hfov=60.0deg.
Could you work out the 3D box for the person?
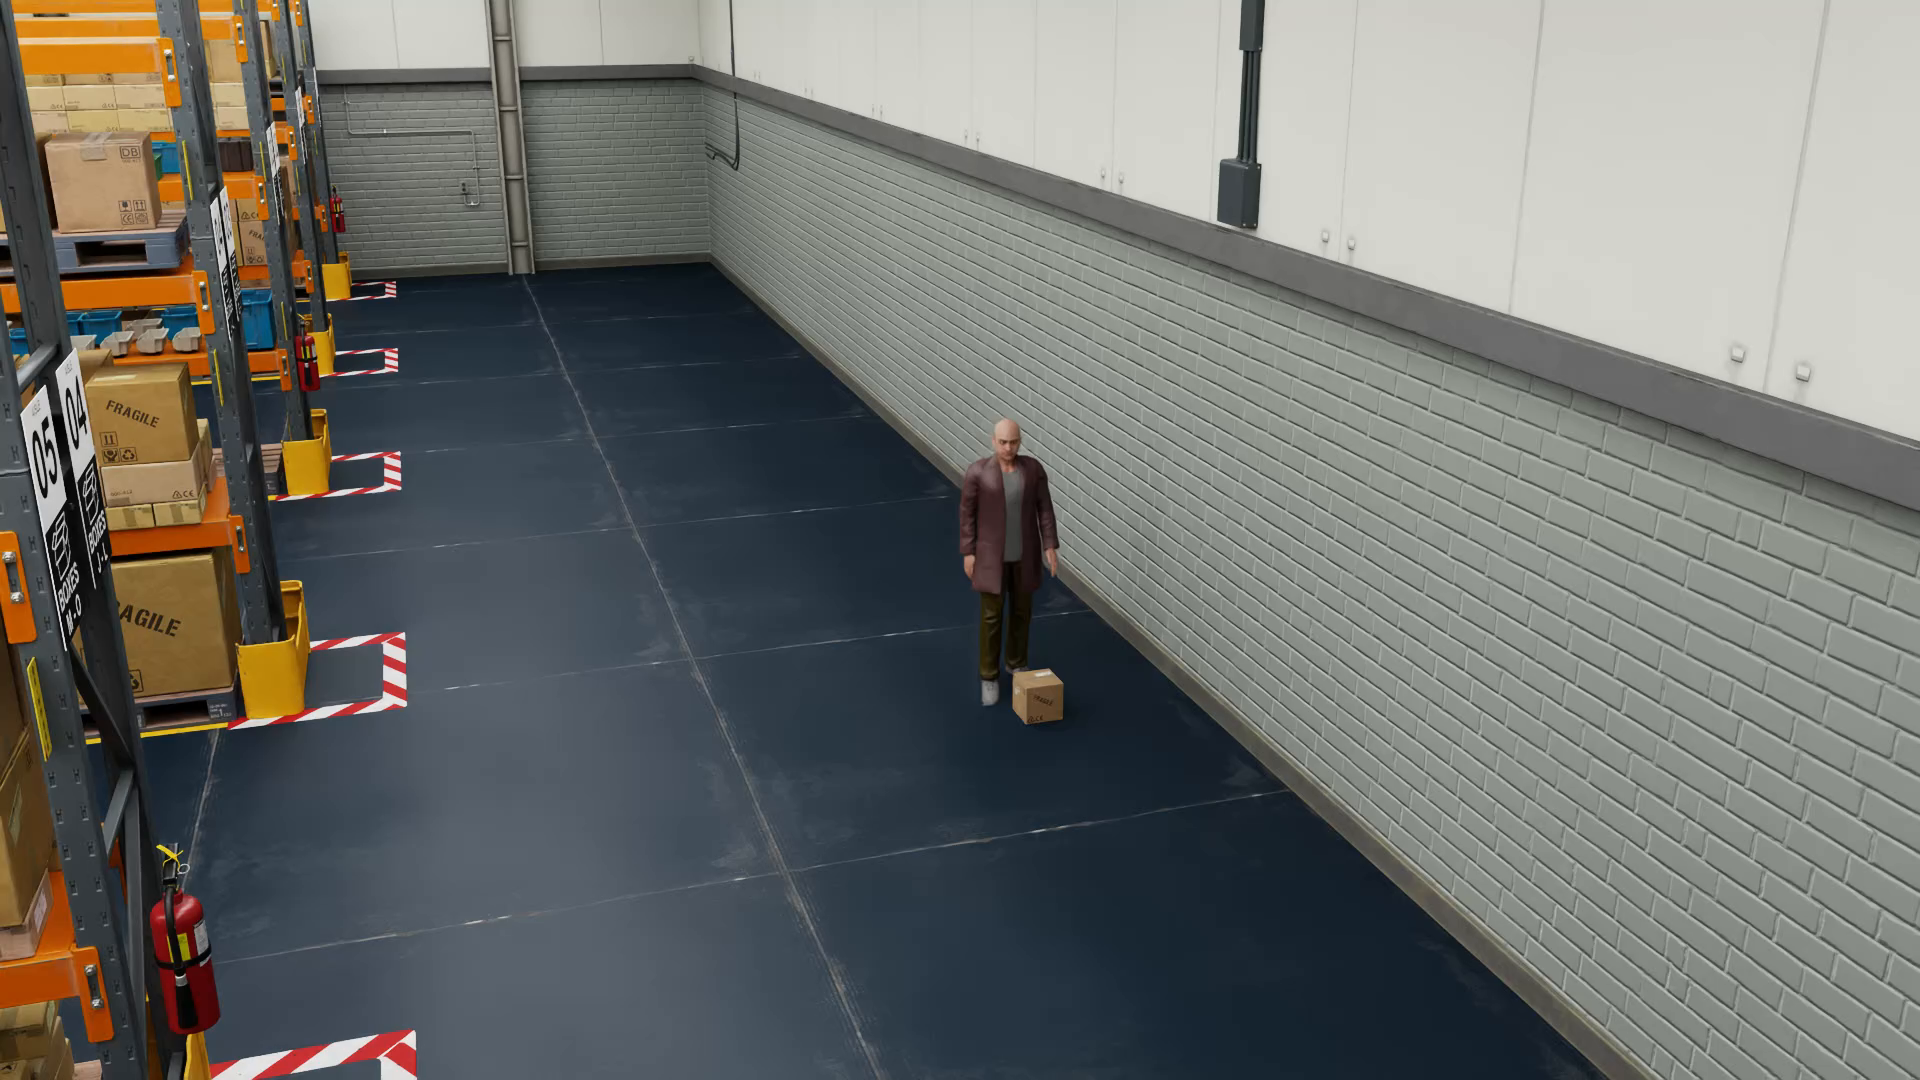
[{"bbox_3d":[0.333,0.128,10.690,0.632,1.798,0.558,-5,20,-14],"label":"person"}]
